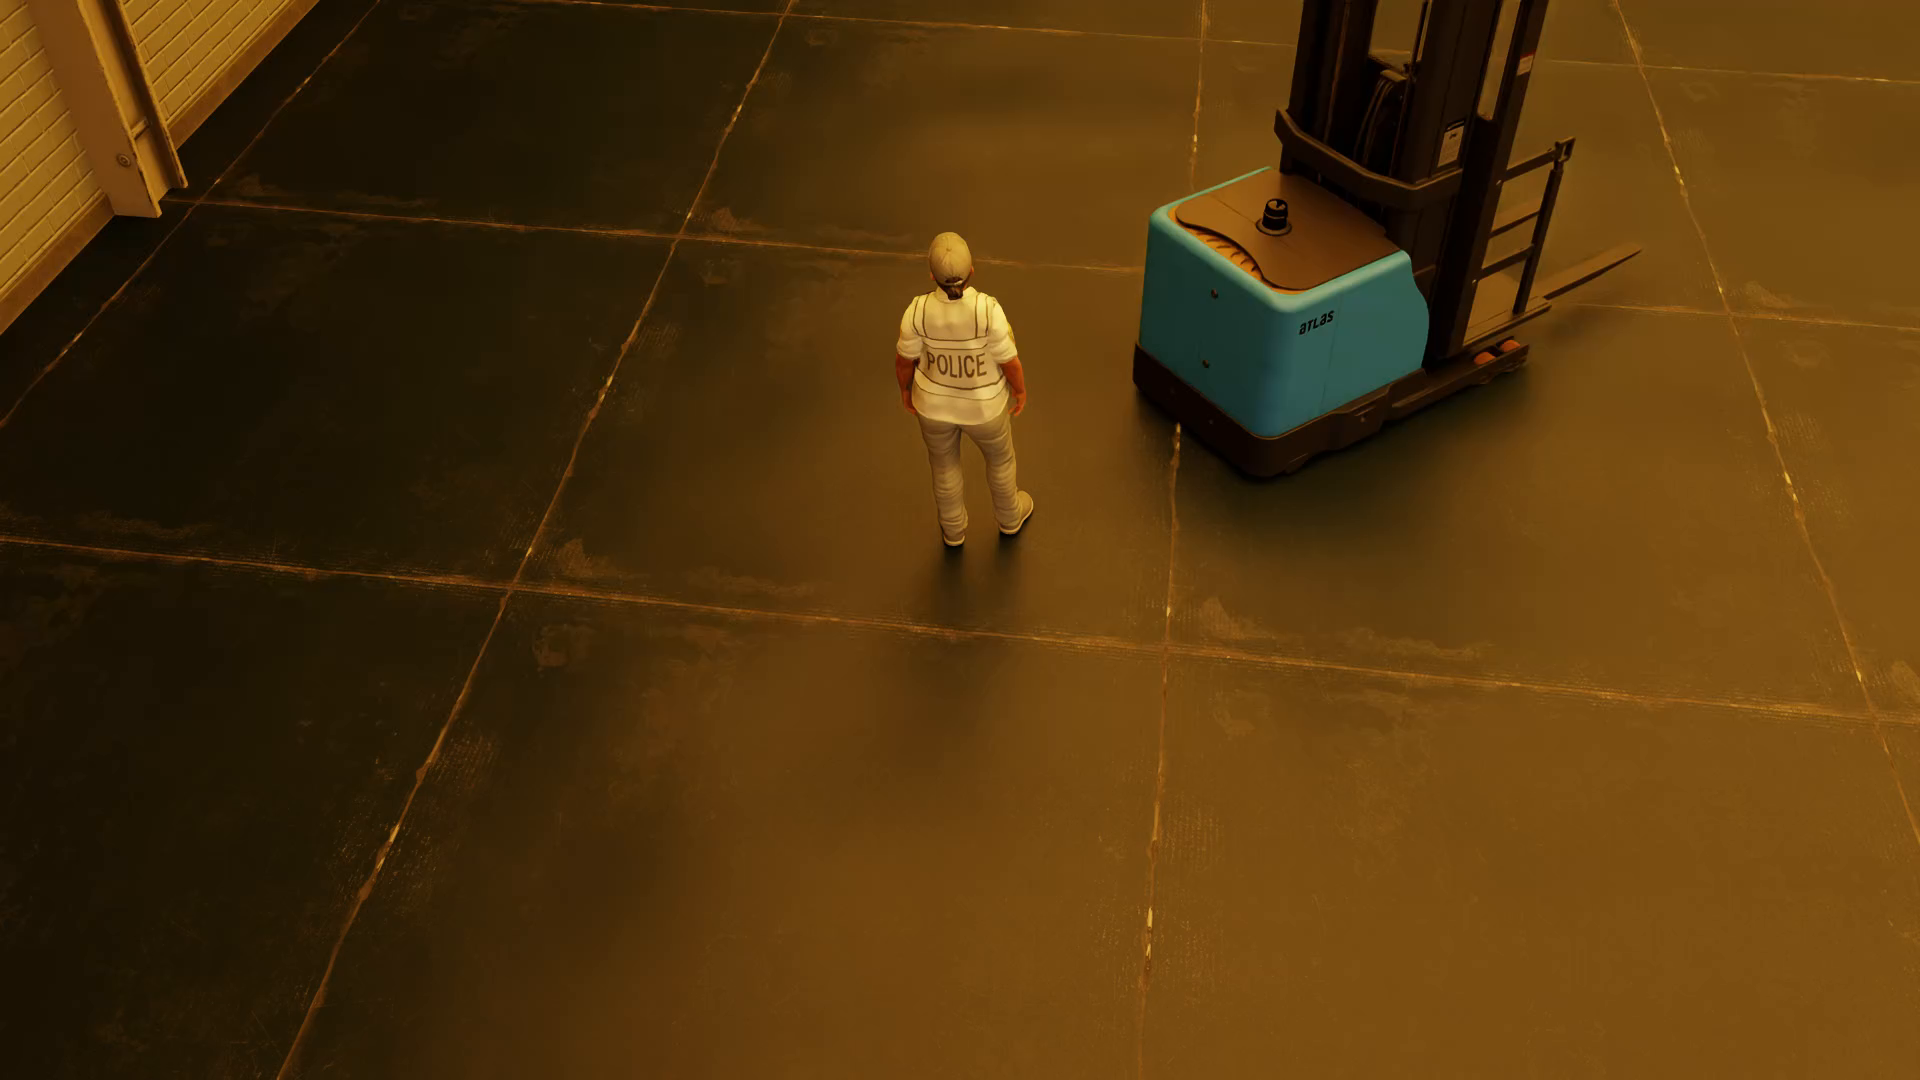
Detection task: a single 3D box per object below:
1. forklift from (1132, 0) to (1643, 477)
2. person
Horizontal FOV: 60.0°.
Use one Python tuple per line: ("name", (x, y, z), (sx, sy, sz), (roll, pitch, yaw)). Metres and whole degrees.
("forklift", (2.408, -2.175, 8.092), (3.031, 2.935, 1.130), (-25, 48, -25))
("person", (0.032, -0.669, 7.376), (0.599, 1.670, 0.529), (5, 43, 6))
